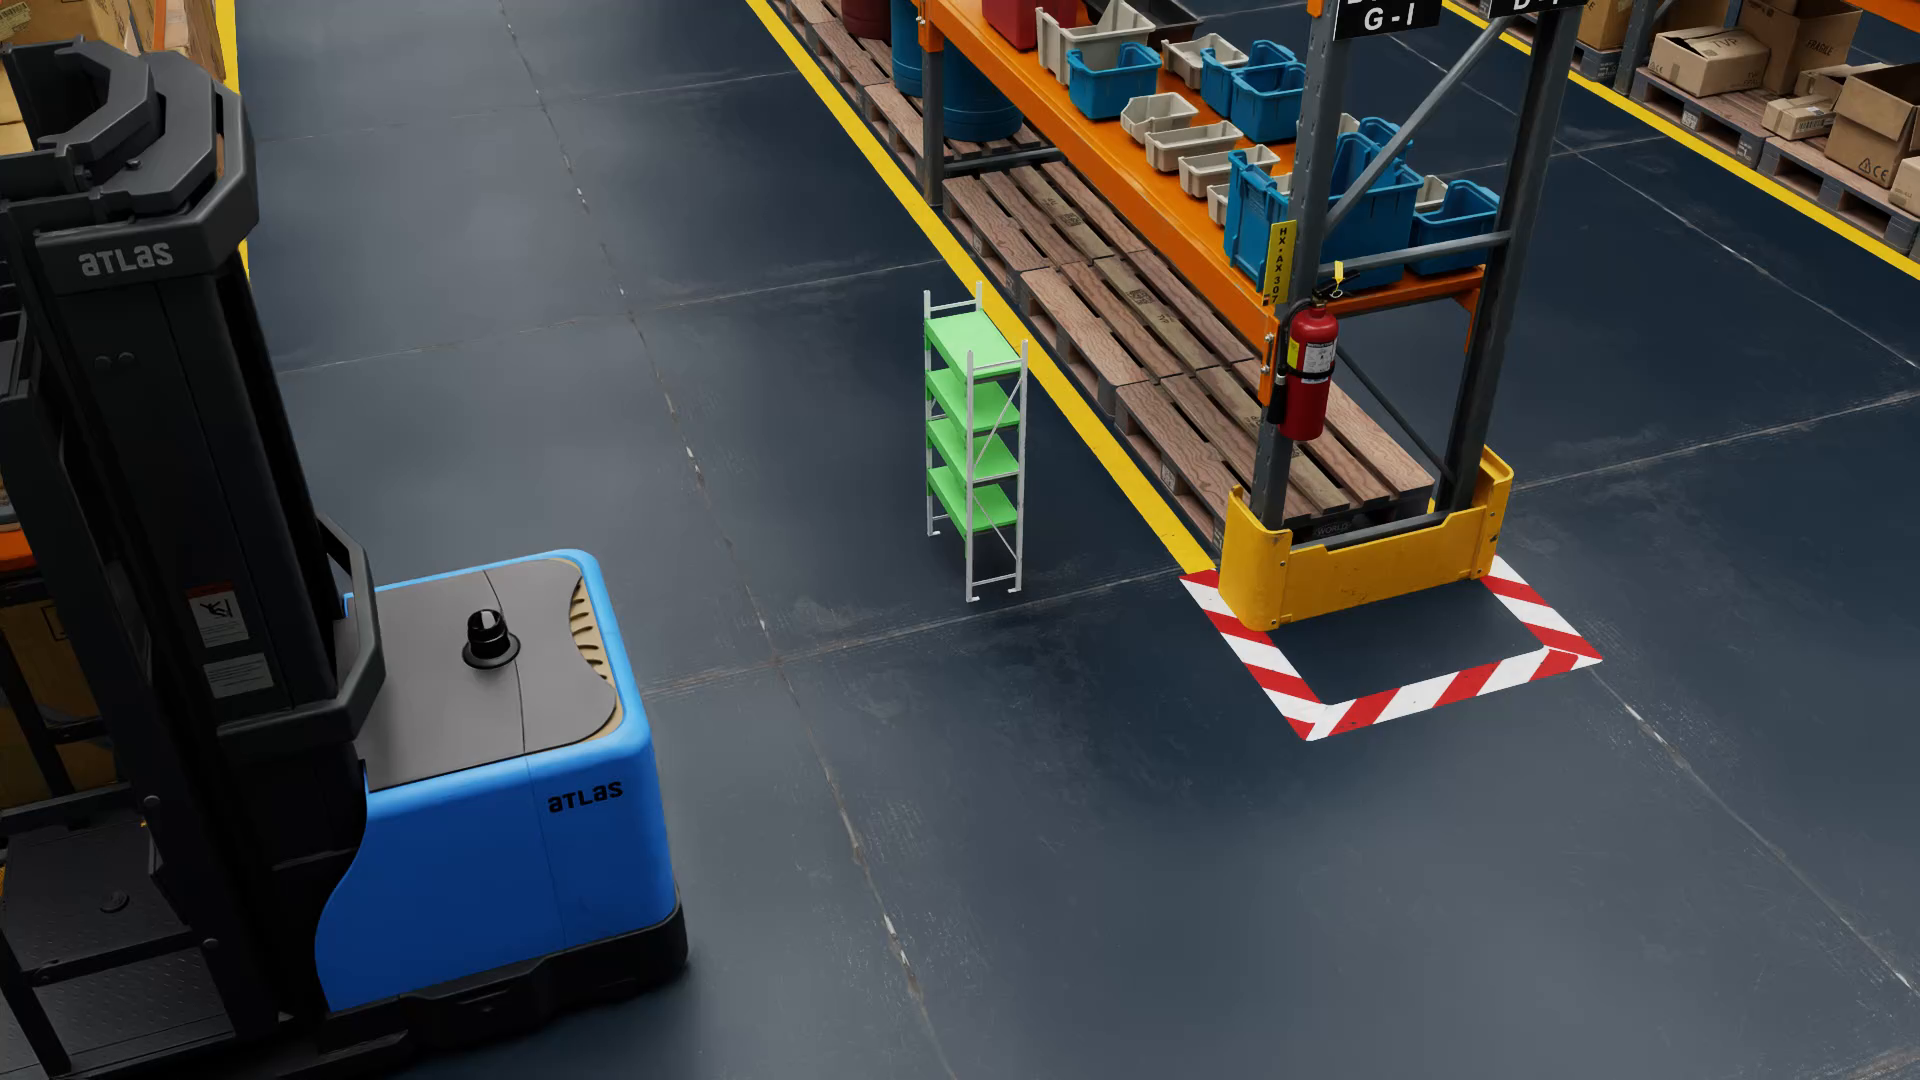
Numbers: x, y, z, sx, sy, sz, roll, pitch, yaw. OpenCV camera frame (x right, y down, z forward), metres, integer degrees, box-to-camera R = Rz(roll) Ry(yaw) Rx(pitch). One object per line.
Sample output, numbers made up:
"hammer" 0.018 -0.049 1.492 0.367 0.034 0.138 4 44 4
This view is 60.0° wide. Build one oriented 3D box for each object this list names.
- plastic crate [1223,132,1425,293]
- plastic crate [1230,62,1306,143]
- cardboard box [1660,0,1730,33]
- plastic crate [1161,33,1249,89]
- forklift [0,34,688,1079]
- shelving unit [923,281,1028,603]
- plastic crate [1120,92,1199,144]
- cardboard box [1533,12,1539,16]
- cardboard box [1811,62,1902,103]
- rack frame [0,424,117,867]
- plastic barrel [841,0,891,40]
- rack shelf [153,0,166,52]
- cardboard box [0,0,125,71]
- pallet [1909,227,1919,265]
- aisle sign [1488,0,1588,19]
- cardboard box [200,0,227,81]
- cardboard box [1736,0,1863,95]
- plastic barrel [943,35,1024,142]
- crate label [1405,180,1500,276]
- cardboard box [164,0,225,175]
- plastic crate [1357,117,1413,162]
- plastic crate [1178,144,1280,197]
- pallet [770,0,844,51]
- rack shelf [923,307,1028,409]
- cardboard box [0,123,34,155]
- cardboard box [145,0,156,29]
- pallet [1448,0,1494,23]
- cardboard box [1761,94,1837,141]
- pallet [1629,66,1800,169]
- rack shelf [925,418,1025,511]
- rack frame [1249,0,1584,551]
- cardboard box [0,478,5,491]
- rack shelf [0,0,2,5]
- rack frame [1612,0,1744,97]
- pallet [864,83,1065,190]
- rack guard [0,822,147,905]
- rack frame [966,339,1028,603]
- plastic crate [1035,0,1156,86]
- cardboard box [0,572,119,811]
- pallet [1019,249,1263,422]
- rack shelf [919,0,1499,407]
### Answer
"plastic crate" 1.359 -1.231 6.312 0.616 0.435 0.499 -12 39 -16
"plastic crate" 1.421 -1.951 7.436 0.416 0.233 0.300 -12 39 -16
"cardboard box" 4.988 -3.826 11.549 0.500 0.500 0.500 -14 39 -18
"plastic crate" 1.155 -2.299 7.979 0.293 0.136 0.466 -12 39 -16
"forklift" -2.450 0.273 4.451 3.031 2.935 1.130 -12 39 -16
"shelving unit" 0.057 -0.386 6.765 0.258 1.200 0.503 -12 39 -16
"plastic crate" 0.875 -1.867 7.404 0.298 0.136 0.250 -12 39 -16
"cardboard box" 4.324 -4.003 11.783 0.500 0.500 0.500 -12 39 -16
"cardboard box" 5.646 -2.740 10.264 0.500 0.311 0.500 -12 39 -16
"rack frame" -3.001 -0.017 4.779 1.000 3.000 0.127 -12 39 -16
"plastic barrel" -0.530 -3.855 11.530 0.600 0.588 0.708 -12 39 -16
"rack shelf" -5.066 -3.119 9.496 1.077 0.370 4.000 -12 39 -16
"cardboard box" -3.800 -2.147 6.861 0.500 0.500 0.500 -12 39 -15
"pallet" 6.000 -1.445 8.993 1.003 0.211 1.213 -12 39 -16
"aisle sign" 1.953 -2.102 5.386 0.394 0.787 0.004 -12 39 -16
"cardboard box" -5.536 -3.461 10.769 1.225 0.875 0.875 -14 39 -18
"cardboard box" 5.388 -3.240 10.770 0.500 0.500 0.500 -12 39 -16
"plastic barrel" 0.102 -2.942 10.058 0.600 0.901 0.708 -12 39 -16
"crate label" 1.874 -1.207 6.449 0.416 0.233 0.303 -12 39 -16
"cardboard box" -4.925 -2.458 9.436 1.225 0.875 0.875 -14 39 -18
"plastic crate" 1.647 -1.579 6.942 0.416 0.233 0.300 -12 39 -16
"plastic crate" 1.113 -1.551 6.985 0.396 0.136 0.243 -12 39 -16
"pallet" -0.793 -4.011 12.400 1.003 0.211 1.213 -12 39 -16
"rack shelf" 0.057 -0.718 6.515 0.258 0.148 0.480 -12 39 -16
"cardboard box" -3.085 -0.985 5.318 0.500 0.500 0.500 -13 39 -17
"cardboard box" -4.475 -2.912 8.540 0.500 0.500 0.500 -12 39 -16
"pallet" 4.186 -4.354 12.854 1.003 0.211 1.213 -12 39 -16
"cardboard box" 5.174 -2.601 10.199 0.380 0.166 0.250 -12 39 -16
"pallet" 5.161 -2.823 10.823 1.003 0.211 1.213 -12 39 -16
"rack shelf" 0.057 -0.335 6.803 0.258 0.148 0.480 -12 39 -16
"rack frame" 1.650 -1.042 6.141 1.000 3.000 0.127 -12 39 -16
"cardboard box" -2.913 -0.403 5.169 0.500 0.250 0.500 -13 39 -17
"rack shelf" -3.689 -2.057 5.593 1.077 0.370 4.000 -12 39 -16
"rack frame" 4.925 -4.325 10.499 1.000 3.000 0.127 -12 39 -16
"pallet" 0.047 -2.633 10.570 1.003 0.211 1.213 -12 39 -16
"rack guard" -2.993 0.995 5.513 1.175 0.500 0.348 -12 39 -16
"rack frame" 0.141 -0.248 6.582 0.240 1.200 0.015 -12 39 -16
"plastic crate" 0.626 -2.378 7.962 0.437 0.282 0.530 -12 39 -16
"cardboard box" -3.296 0.319 5.750 0.875 0.875 0.875 -12 39 -16
"pallet" 0.986 -1.090 8.522 1.003 0.211 1.213 -12 39 -16
"rack shelf" 0.961 -1.885 7.857 1.077 0.370 4.000 -12 39 -16
